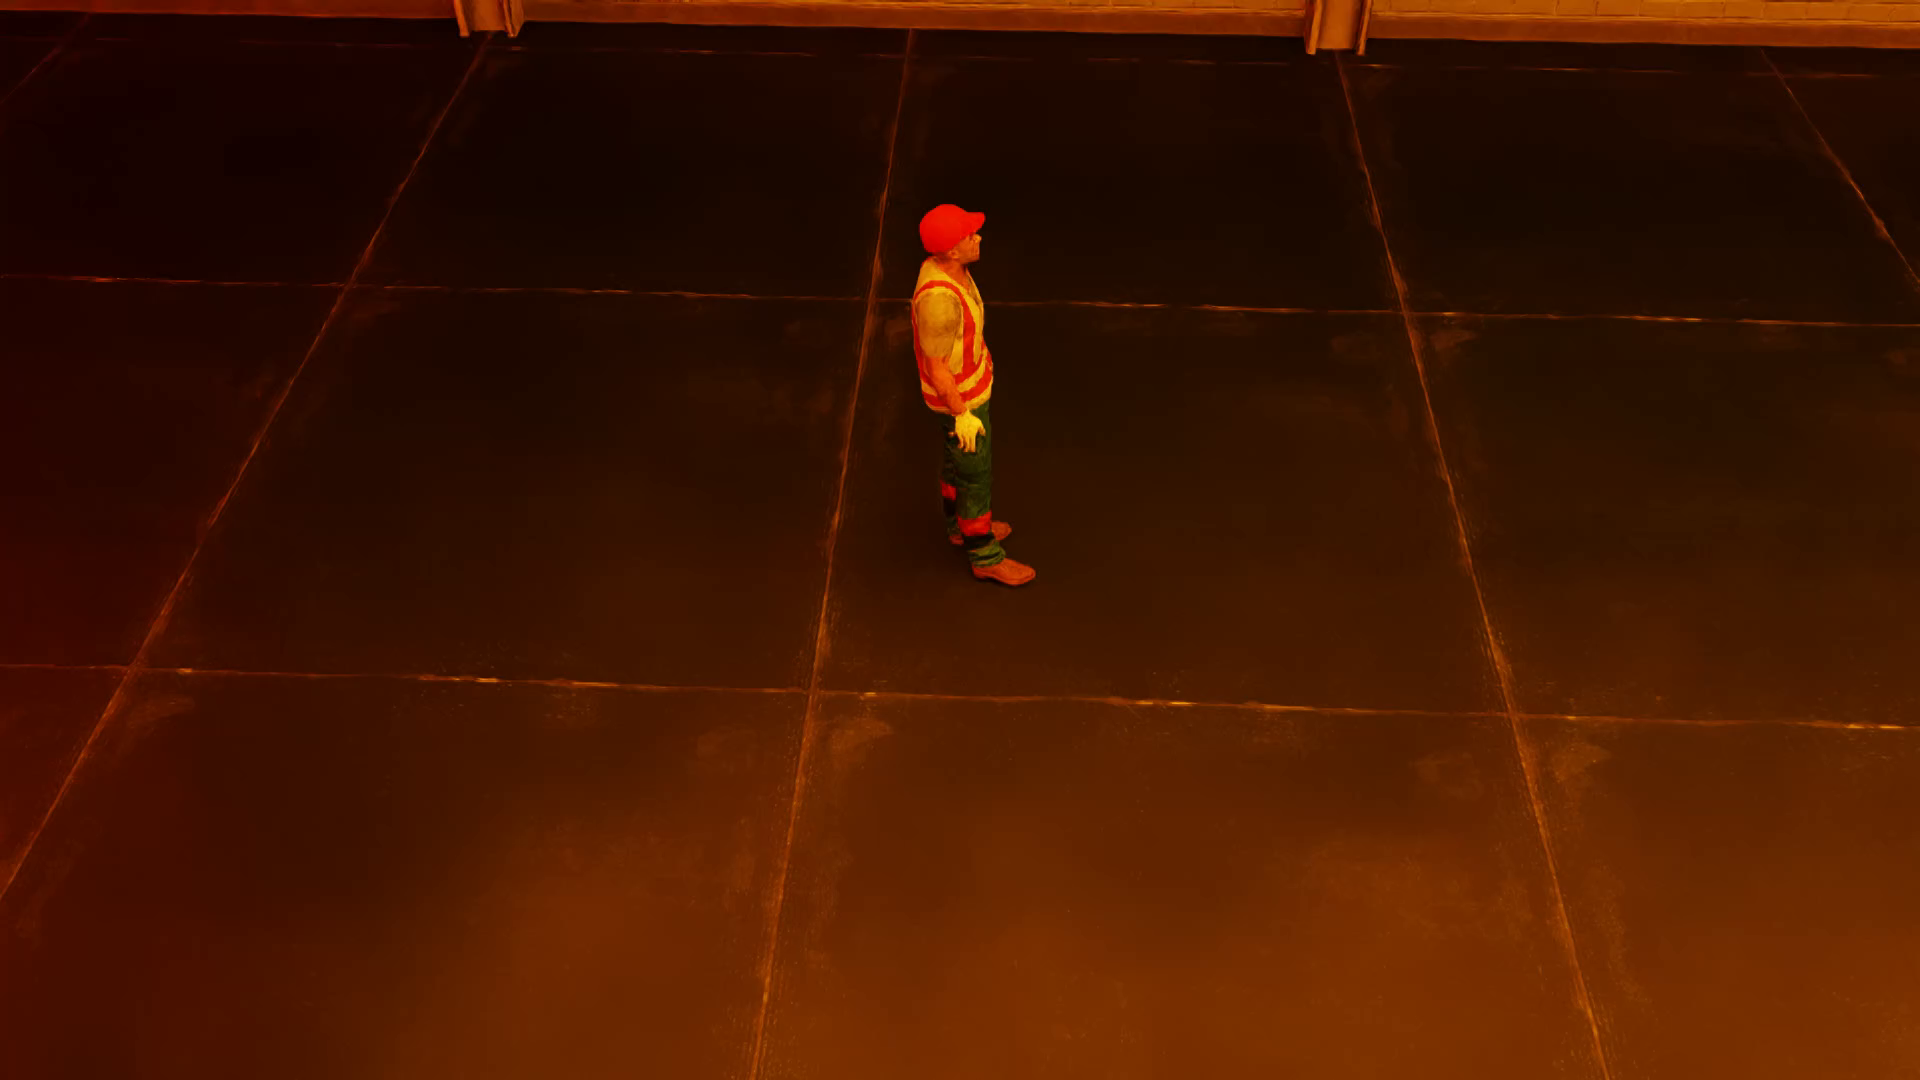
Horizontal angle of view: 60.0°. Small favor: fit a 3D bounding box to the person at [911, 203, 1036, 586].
[{"bbox_3d":[0.080,-0.656,7.297,0.563,1.787,0.637,2,42,2],"label":"person"}]
